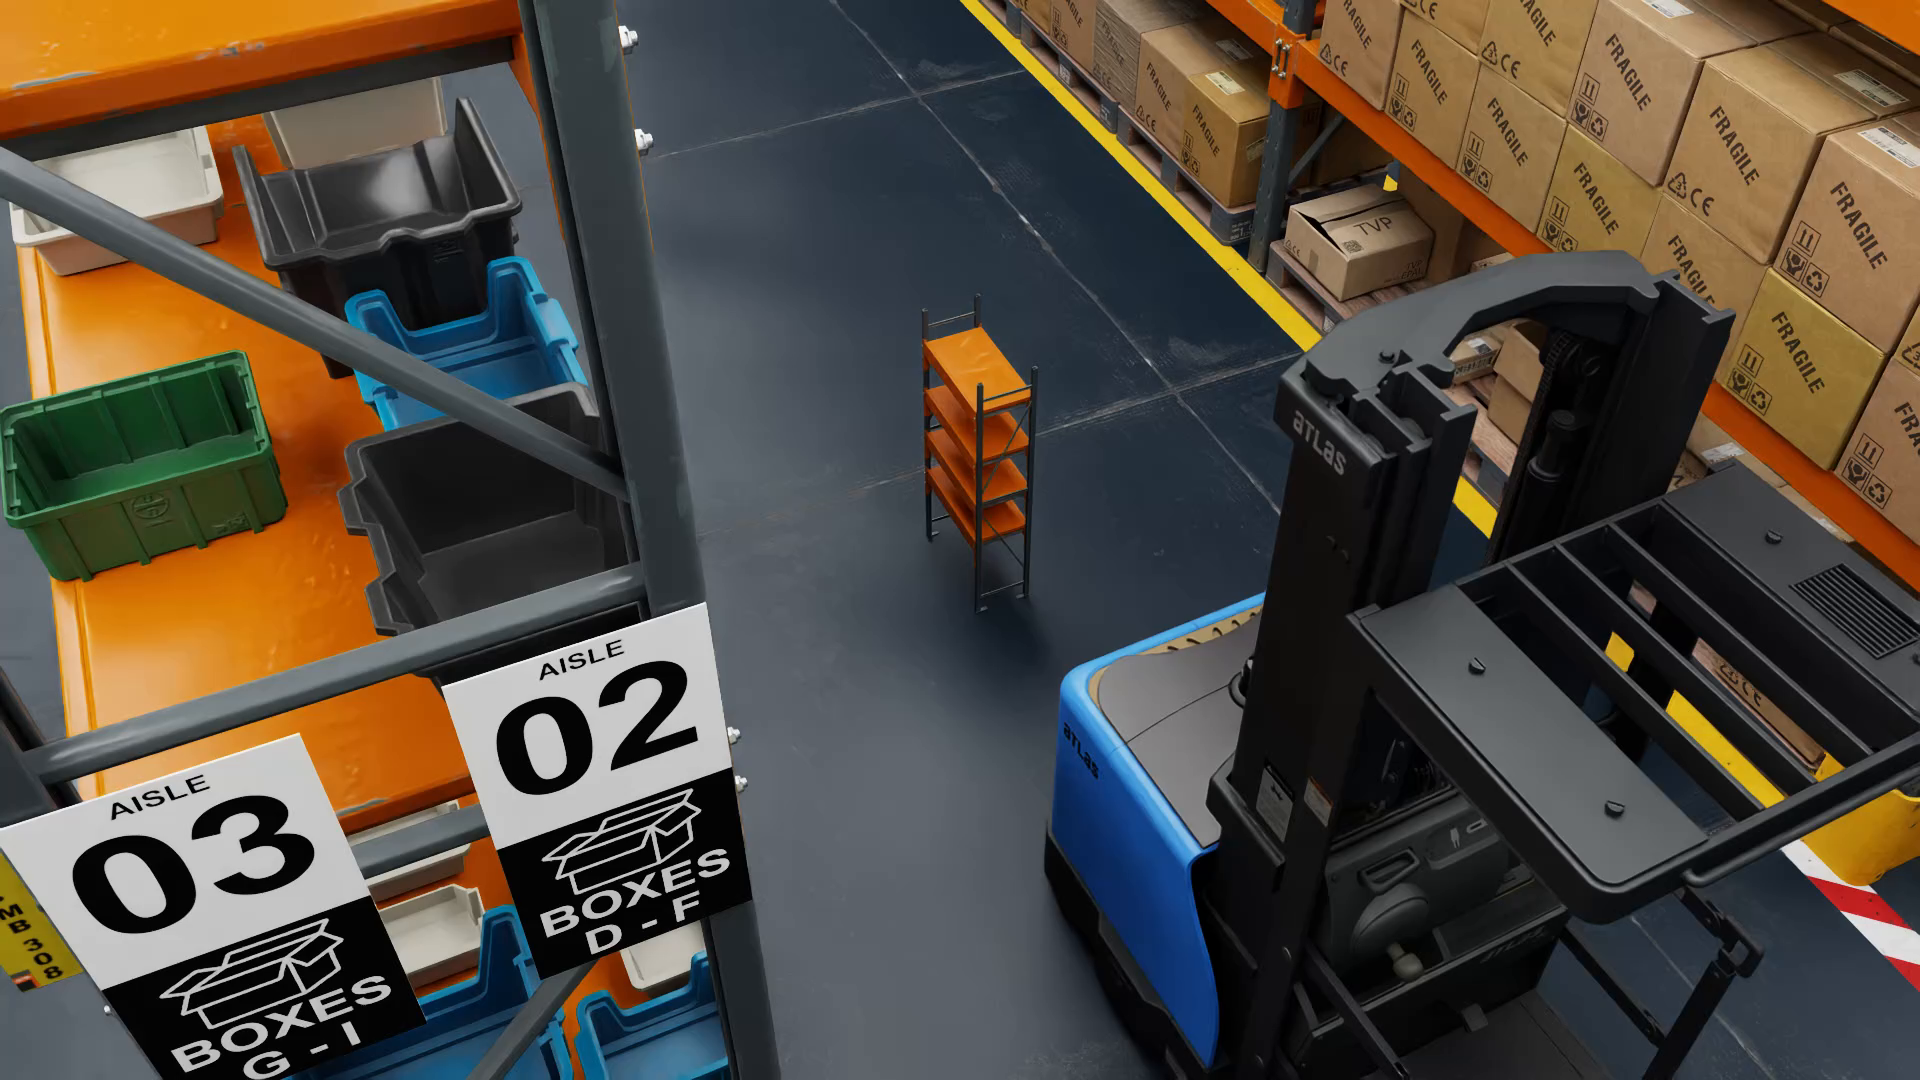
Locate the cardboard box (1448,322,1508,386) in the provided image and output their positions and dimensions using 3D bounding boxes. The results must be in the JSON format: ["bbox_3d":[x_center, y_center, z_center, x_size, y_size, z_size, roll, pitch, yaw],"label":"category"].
[{"bbox_3d":[2.310,-0.879,7.578,0.380,0.166,0.250,-18,47,-17],"label":"cardboard box"}]

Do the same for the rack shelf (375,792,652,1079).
[{"bbox_3d":[-1.698,0.381,5.109,1.077,0.370,4.000,-18,47,-17],"label":"rack shelf"}]

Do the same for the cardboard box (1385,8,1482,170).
[{"bbox_3d":[2.142,-1.915,6.853,0.500,0.500,0.500,-17,47,-17],"label":"cardboard box"}]

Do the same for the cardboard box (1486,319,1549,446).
[{"bbox_3d":[2.752,-0.682,7.139,0.797,0.503,0.637,-18,47,-17],"label":"cardboard box"}]

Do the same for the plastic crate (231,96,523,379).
[{"bbox_3d":[-1.250,-0.701,3.602,0.504,0.338,0.767,-18,47,-17],"label":"plastic crate"}]

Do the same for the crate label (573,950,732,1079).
[{"bbox_3d":[-0.662,1.183,3.861,0.416,0.233,0.303,-18,47,-17],"label":"crate label"}]

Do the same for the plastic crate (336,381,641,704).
[{"bbox_3d":[-0.766,0.050,2.890,0.497,0.269,0.590,-18,47,-17],"label":"plastic crate"}]

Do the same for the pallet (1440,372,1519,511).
[{"bbox_3d":[2.762,-0.401,7.375,1.003,0.211,1.213,-18,47,-17],"label":"pallet"}]

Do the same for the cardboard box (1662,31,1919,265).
[{"bbox_3d":[2.767,-1.306,5.524,0.500,0.500,0.500,-17,47,-16],"label":"cardboard box"}]

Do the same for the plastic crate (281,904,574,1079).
[{"bbox_3d":[-1.167,1.207,3.692,0.616,0.435,0.499,-18,47,-17],"label":"plastic crate"}]

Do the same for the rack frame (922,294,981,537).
[{"bbox_3d":[-0.033,-0.477,6.748,0.240,1.200,0.015,-18,47,-17],"label":"rack frame"}]

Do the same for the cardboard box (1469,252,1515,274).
[{"bbox_3d":[2.666,-1.251,7.968,0.380,0.149,0.250,-18,47,-17],"label":"cardboard box"}]

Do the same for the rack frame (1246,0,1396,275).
[{"bbox_3d":[1.957,-2.610,7.629,1.000,3.000,0.127,-18,47,-17],"label":"rack frame"}]

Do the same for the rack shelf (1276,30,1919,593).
[{"bbox_3d":[2.798,-1.080,6.590,1.077,0.370,4.000,-18,47,-17],"label":"rack shelf"}]

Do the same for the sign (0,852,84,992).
[{"bbox_3d":[-1.349,0.542,2.373,0.100,0.325,0.005,-18,47,-17],"label":"sign"}]

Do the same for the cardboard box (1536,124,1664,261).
[{"bbox_3d":[2.566,-1.272,6.201,0.500,0.500,0.500,-19,48,-18],"label":"cardboard box"}]

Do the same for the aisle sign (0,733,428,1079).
[{"bbox_3d":[-1.092,0.606,2.518,0.394,0.787,0.004,-18,47,-17],"label":"aisle sign"}]

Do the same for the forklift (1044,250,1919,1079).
[{"bbox_3d":[1.414,0.904,4.116,1.130,2.935,3.031,-20,48,-19],"label":"forklift"}]

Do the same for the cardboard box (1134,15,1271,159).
[{"bbox_3d":[1.289,-2.424,8.907,0.500,0.500,0.500,-18,47,-17],"label":"cardboard box"}]

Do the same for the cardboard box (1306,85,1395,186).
[{"bbox_3d":[1.975,-2.257,8.737,0.500,0.500,0.500,-20,48,-19],"label":"cardboard box"}]

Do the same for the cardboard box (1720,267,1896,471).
[{"bbox_3d":[2.982,-0.631,5.552,0.500,0.500,0.500,-18,47,-17],"label":"cardboard box"}]

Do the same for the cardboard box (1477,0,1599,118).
[{"bbox_3d":[2.333,-1.962,6.189,0.500,0.500,0.500,-19,48,-19],"label":"cardboard box"}]

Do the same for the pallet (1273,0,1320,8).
[{"bbox_3d":[1.720,-3.083,8.245,1.003,0.211,1.213,-18,47,-17],"label":"pallet"}]

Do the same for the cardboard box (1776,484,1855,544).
[{"bbox_3d":[3.457,0.012,6.615,0.500,0.250,0.500,-18,47,-17],"label":"cardboard box"}]

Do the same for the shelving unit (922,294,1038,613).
[{"bbox_3d":[0.070,-0.322,6.591,0.258,1.200,0.503,-18,47,-17],"label":"shelving unit"}]

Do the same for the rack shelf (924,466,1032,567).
[{"bbox_3d":[0.070,-0.132,6.777,0.258,0.148,0.480,-18,47,-17],"label":"rack shelf"}]

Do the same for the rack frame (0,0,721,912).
[{"bbox_3d":[-0.857,-0.736,1.458,1.000,3.000,0.127,-18,47,-17],"label":"rack frame"}]

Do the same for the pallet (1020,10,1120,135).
[{"bbox_3d":[1.064,-2.903,9.911,1.003,0.211,1.213,-18,47,-17],"label":"pallet"}]

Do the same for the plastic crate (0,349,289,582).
[{"bbox_3d":[-1.531,-0.137,3.137,0.450,0.188,0.336,-18,47,-17],"label":"plastic crate"}]

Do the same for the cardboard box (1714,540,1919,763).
[{"bbox_3d":[3.187,0.398,6.046,0.500,0.500,0.500,-18,47,-17],"label":"cardboard box"}]

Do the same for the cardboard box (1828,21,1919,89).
[{"bbox_3d":[3.259,-1.465,5.684,0.500,0.500,0.500,-17,47,-17],"label":"cardboard box"}]

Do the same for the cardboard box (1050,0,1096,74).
[{"bbox_3d":[0.863,-3.067,9.558,0.500,0.500,0.500,-20,48,-19],"label":"cardboard box"}]

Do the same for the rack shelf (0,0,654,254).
[{"bbox_3d":[-1.698,-1.612,3.143,1.077,0.370,4.000,-18,47,-17],"label":"rack shelf"}]

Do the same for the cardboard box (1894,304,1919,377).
[{"bbox_3d":[3.202,-0.655,4.864,0.500,0.500,0.500,-18,48,-18],"label":"cardboard box"}]

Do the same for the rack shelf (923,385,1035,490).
[{"bbox_3d":[0.070,-0.433,6.481,0.258,0.148,0.480,-18,47,-17],"label":"rack shelf"}]

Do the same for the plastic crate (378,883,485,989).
[{"bbox_3d":[-1.364,1.006,4.109,0.396,0.136,0.243,-18,47,-17],"label":"plastic crate"}]

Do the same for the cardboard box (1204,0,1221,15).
[{"bbox_3d":[1.537,-2.915,9.403,0.500,0.500,0.500,-17,47,-17],"label":"cardboard box"}]
